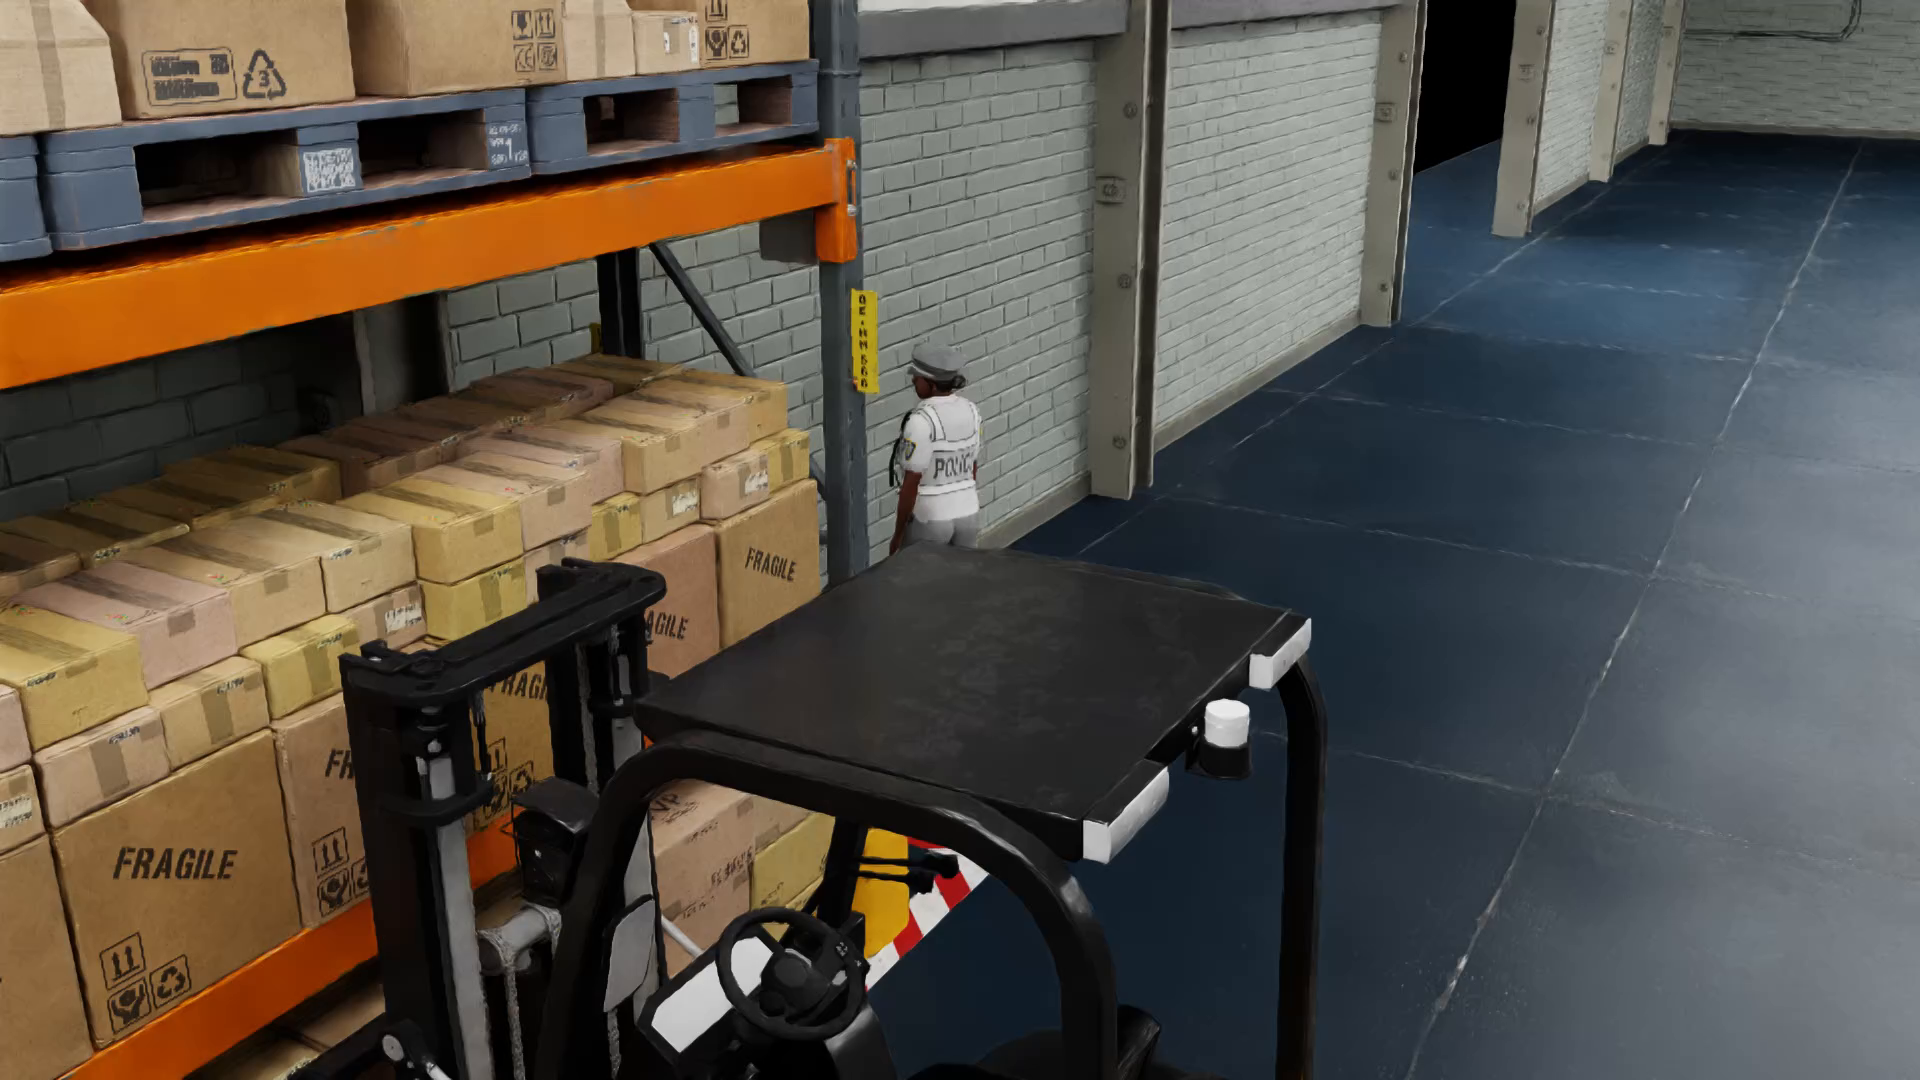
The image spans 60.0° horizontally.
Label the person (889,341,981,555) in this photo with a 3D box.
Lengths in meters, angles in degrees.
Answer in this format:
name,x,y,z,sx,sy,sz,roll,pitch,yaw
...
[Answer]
name,x,y,z,sx,sy,sz,roll,pitch,yaw
person,-0.099,-0.079,7.711,0.553,1.689,0.353,-16,25,-38
